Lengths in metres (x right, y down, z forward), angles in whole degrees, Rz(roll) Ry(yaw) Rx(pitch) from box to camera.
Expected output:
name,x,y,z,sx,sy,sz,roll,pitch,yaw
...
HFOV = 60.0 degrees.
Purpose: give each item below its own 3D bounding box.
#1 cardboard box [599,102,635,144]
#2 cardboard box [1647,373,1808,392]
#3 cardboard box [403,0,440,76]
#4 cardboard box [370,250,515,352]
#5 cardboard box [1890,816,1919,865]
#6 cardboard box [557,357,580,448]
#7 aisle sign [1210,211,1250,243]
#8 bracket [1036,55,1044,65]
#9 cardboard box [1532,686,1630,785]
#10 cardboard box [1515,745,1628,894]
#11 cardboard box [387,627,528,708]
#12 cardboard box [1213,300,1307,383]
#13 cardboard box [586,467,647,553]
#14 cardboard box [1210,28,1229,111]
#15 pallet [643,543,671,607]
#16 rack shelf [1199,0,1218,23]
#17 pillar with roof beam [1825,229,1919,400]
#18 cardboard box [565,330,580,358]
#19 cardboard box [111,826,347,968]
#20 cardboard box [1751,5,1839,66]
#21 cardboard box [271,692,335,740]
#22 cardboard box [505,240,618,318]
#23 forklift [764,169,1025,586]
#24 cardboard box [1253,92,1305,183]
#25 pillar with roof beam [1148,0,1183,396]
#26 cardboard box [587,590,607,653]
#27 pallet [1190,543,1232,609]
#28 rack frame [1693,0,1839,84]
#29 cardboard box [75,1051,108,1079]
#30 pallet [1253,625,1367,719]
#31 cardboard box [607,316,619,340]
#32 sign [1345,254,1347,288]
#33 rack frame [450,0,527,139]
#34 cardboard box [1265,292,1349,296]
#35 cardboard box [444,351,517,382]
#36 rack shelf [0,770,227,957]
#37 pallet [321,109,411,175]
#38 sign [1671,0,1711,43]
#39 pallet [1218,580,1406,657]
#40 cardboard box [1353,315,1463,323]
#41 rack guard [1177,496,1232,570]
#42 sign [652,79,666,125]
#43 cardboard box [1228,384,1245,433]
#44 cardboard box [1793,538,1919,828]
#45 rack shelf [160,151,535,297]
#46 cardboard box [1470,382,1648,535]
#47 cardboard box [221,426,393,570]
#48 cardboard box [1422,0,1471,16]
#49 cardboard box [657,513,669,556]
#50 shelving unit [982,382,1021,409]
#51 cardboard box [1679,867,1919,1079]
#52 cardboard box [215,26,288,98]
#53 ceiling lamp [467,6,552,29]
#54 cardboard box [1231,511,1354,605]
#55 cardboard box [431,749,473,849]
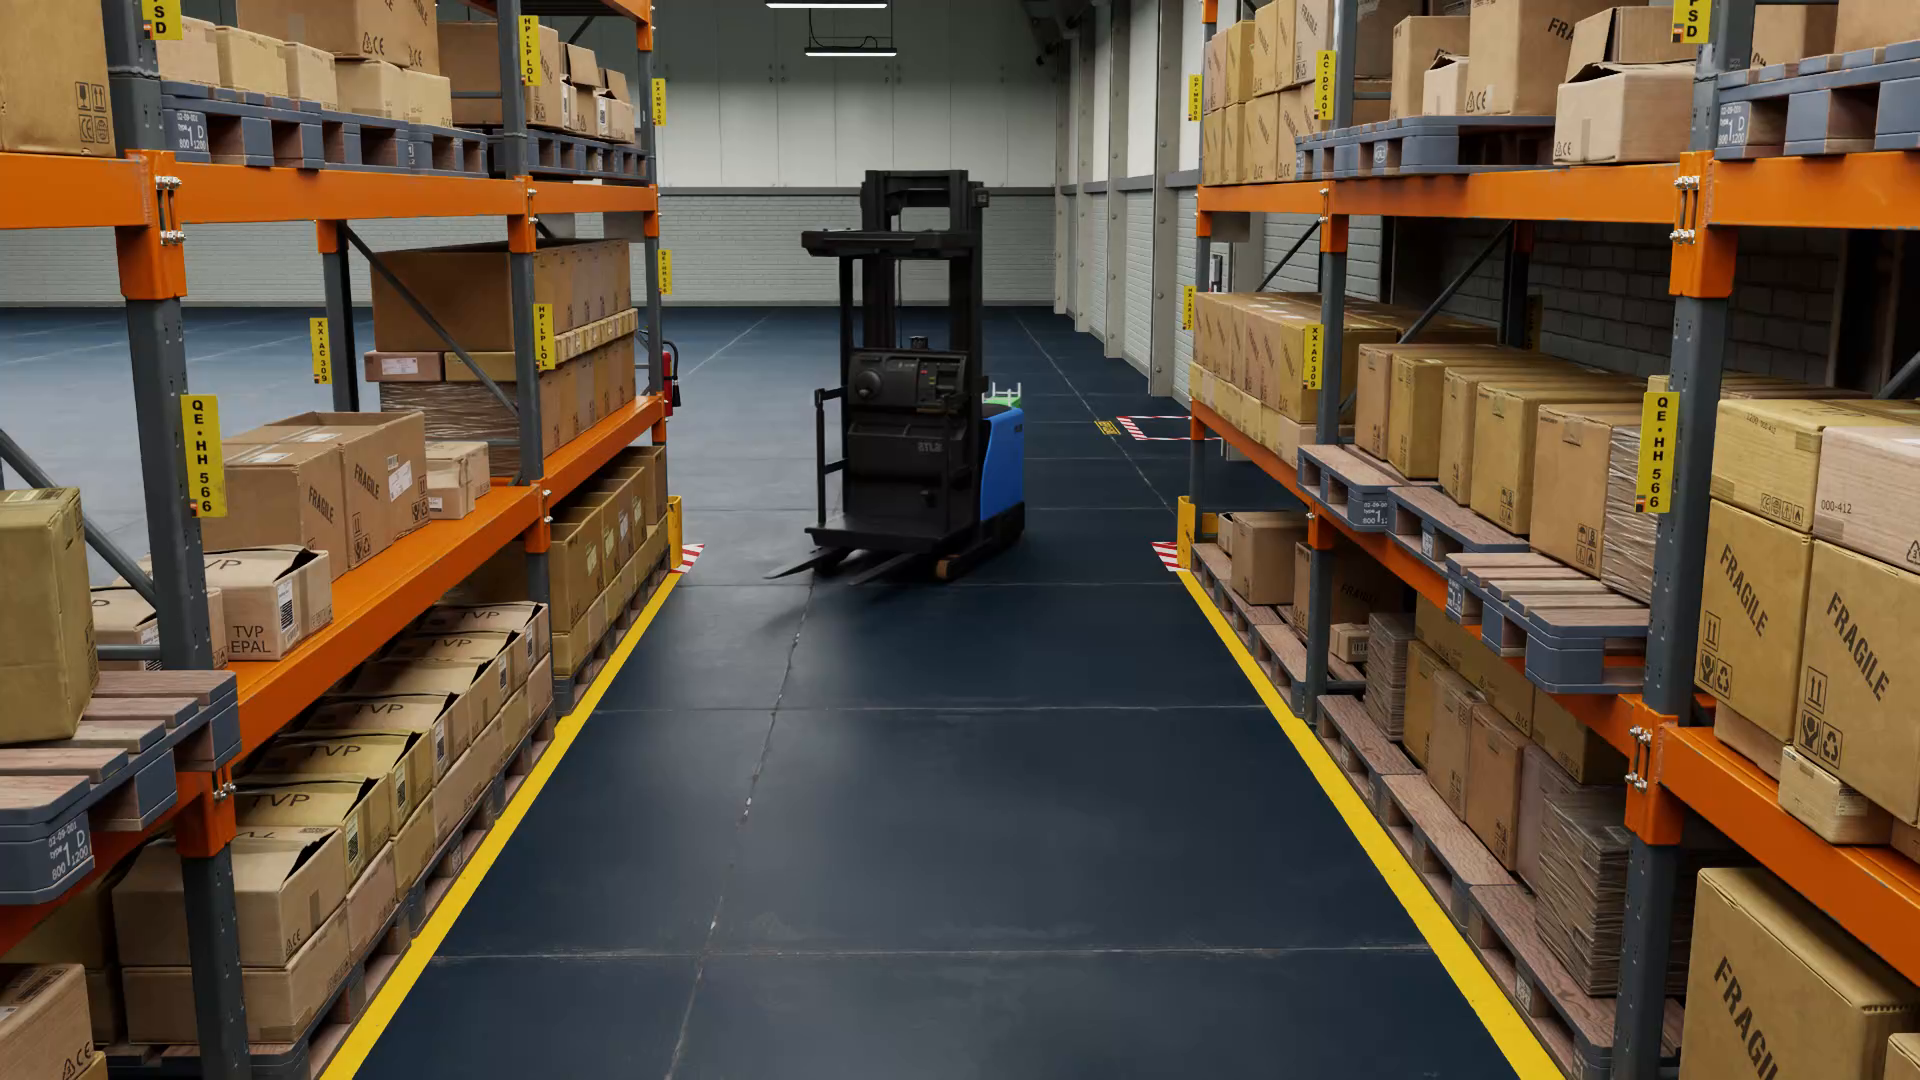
name,x,y,z,sx,sy,sz,roll,pitch,yaw
cardboard box,-2.419,-2.721,10.852,0.500,0.250,0.500,0,11,-1
cardboard box,2.353,-0.424,5.114,0.380,0.149,0.250,-2,12,-11
cardboard box,-2.650,-2.330,7.390,0.500,0.500,0.500,0,11,0
cardboard box,-2.639,-1.256,8.690,0.700,0.500,0.500,0,11,-1
cardboard box,2.233,0.624,3.522,0.380,0.149,0.250,0,11,-2
cardboard box,-2.663,-0.825,9.828,0.700,0.500,0.500,0,11,0
aisle sign,1.945,-2.586,12.224,0.394,0.787,0.004,0,11,-1
bracket,2.093,-12.383,42.912,0.235,0.232,0.430,0,11,-1
cardboard box,2.396,0.677,5.974,0.500,0.250,0.500,0,11,0
cardboard box,2.450,1.055,5.996,0.700,0.500,0.500,0,11,-1
cardboard box,-2.311,0.567,7.670,0.500,0.311,0.500,0,11,0
cardboard box,1.961,-1.306,10.892,0.500,0.500,0.500,-1,11,-3
cardboard box,-2.362,-0.200,10.972,0.500,0.500,0.500,0,11,-1
cardboard box,1.971,-3.140,11.133,0.500,0.500,0.500,0,11,-2
pallet,-2.648,0.240,11.843,1.003,0.211,1.213,0,11,-1
rack shelf,2.288,-3.487,9.934,1.077,0.370,4.000,0,11,-1
pillar with roof beam,-1.054,-2.893,5.187,9.100,9.000,0.400,0,11,-1
cardboard box,-2.466,-1.160,9.850,0.380,0.149,0.250,-1,11,-3
cardboard box,-2.258,1.074,5.170,0.500,0.311,0.500,0,11,1
cardboard box,2.627,-1.382,4.979,0.500,0.500,0.500,0,11,-1
cardboard box,-2.831,0.773,6.654,0.500,0.311,0.500,0,11,0
cardboard box,-2.692,-1.755,11.150,0.700,0.500,0.500,-1,11,-3
forklift,-0.471,-1.225,12.224,1.130,2.935,3.031,4,12,21
cardboard box,2.025,-2.343,9.716,0.500,0.500,0.500,-1,11,-3
pillar with roof beam,-1.426,-6.471,22.824,9.100,9.000,0.400,0,11,-1
cardboard box,-2.335,0.466,9.577,0.500,0.250,0.500,0,11,-1
pallet,2.230,0.244,11.824,1.003,0.211,1.213,0,11,-1
rack frame,2.412,-2.649,3.983,1.000,3.000,0.127,0,11,-1
cardboard box,-2.287,1.507,3.769,0.500,0.500,0.500,0,11,1
pallet,2.280,0.729,9.433,1.003,0.211,1.213,0,11,-1
cardboard box,-2.492,-1.417,11.115,0.380,0.149,0.250,0,11,0
sign,2.802,-2.020,12.263,0.100,0.325,0.005,0,11,-1
rack frame,-2.623,-3.423,7.798,1.000,3.000,0.127,0,11,-1
cardboard box,2.469,-1.510,11.899,0.500,0.500,0.500,0,11,-2
cardboard box,-2.435,-0.904,8.587,0.380,0.149,0.250,0,11,-1
rack shelf,-2.499,1.062,2.587,1.077,0.370,4.000,0,11,-1
pallet,-2.670,-1.422,5.955,1.003,0.211,1.213,0,11,1
sign,1.869,-1.430,4.221,0.100,0.325,0.005,0,11,-1
pallet,2.252,0.486,10.632,1.003,0.211,1.213,0,11,-1
cardboard box,2.521,-1.005,9.409,0.500,0.500,0.500,0,11,-1
rack guard,2.248,-0.059,12.592,1.175,0.500,0.348,0,11,-1
sign,-2.163,-3.143,11.933,0.100,0.325,0.005,0,11,-1
cardboard box,1.977,-0.832,10.443,0.500,0.250,0.500,0,11,-1
cardboard box,2.167,0.288,3.543,0.500,0.500,0.500,0,11,1
rack shelf,-2.582,-1.203,6.208,1.077,0.370,4.000,0,11,-1
cardboard box,2.344,-0.314,6.206,0.700,0.500,0.500,0,11,-1
cardboard box,-2.603,-0.175,6.625,0.500,0.500,0.500,0,11,-1
cardboard box,2.605,-2.621,8.575,0.500,0.500,0.500,0,11,0
cardboard box,-2.400,-0.031,12.026,0.500,0.250,0.500,0,11,-1
shelving unit,0.346,-0.697,13.977,0.258,1.200,0.503,2,12,11
cardboard box,2.296,1.286,4.028,0.750,0.750,0.750,0,11,-2
cardboard box,-2.636,-1.598,5.668,0.500,0.250,0.500,0,11,-2
ceiling lamp,-9.712,-12.109,35.932,2.000,3.185,0.800,0,11,-1
cardboard box,2.148,0.108,10.665,0.700,0.500,0.500,-1,12,-5
cardboard box,-2.296,1.044,6.730,0.500,0.250,0.500,0,11,0
